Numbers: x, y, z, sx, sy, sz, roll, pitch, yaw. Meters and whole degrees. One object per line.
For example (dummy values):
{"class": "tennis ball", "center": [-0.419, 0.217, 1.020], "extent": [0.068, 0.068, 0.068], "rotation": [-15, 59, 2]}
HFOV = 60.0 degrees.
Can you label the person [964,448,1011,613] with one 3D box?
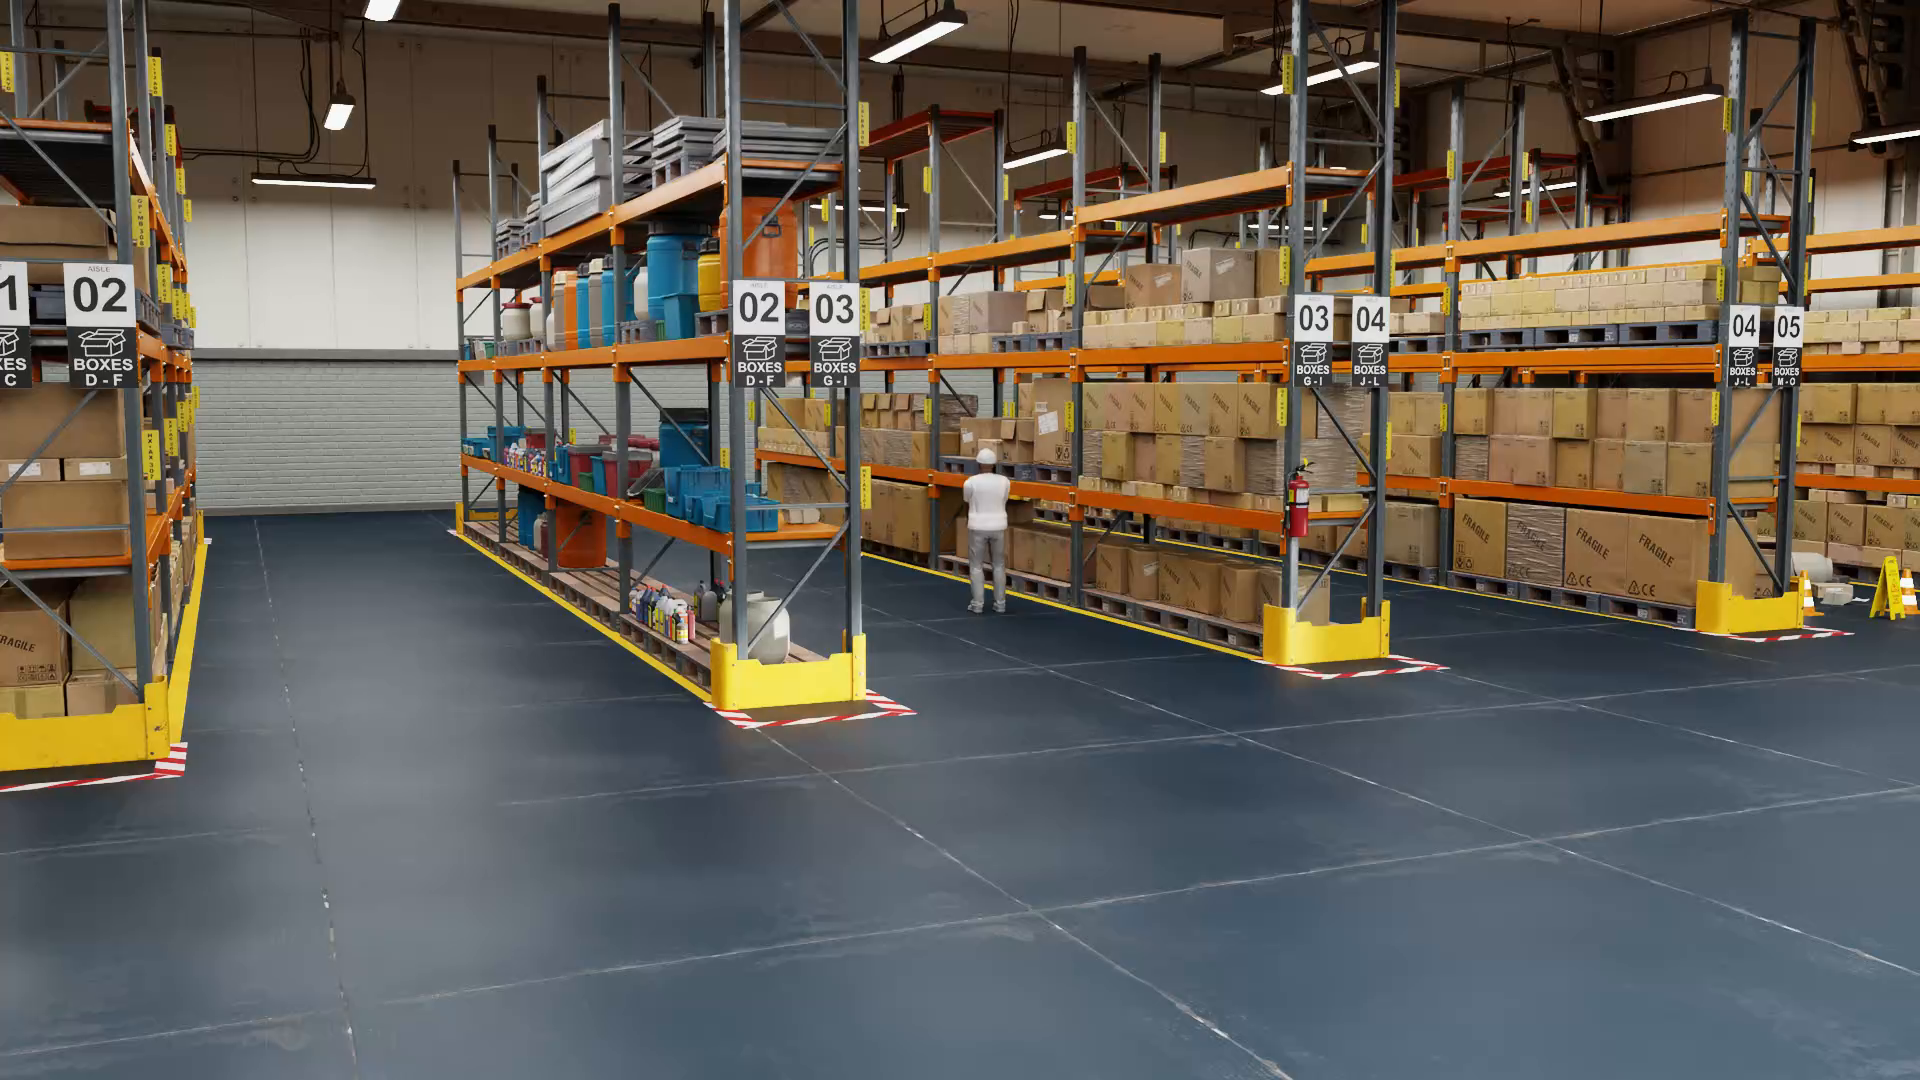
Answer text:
{"class": "person", "center": [0.264, -0.113, 17.876], "extent": [0.502, 1.761, 0.587], "rotation": [-1, 5, -10]}
